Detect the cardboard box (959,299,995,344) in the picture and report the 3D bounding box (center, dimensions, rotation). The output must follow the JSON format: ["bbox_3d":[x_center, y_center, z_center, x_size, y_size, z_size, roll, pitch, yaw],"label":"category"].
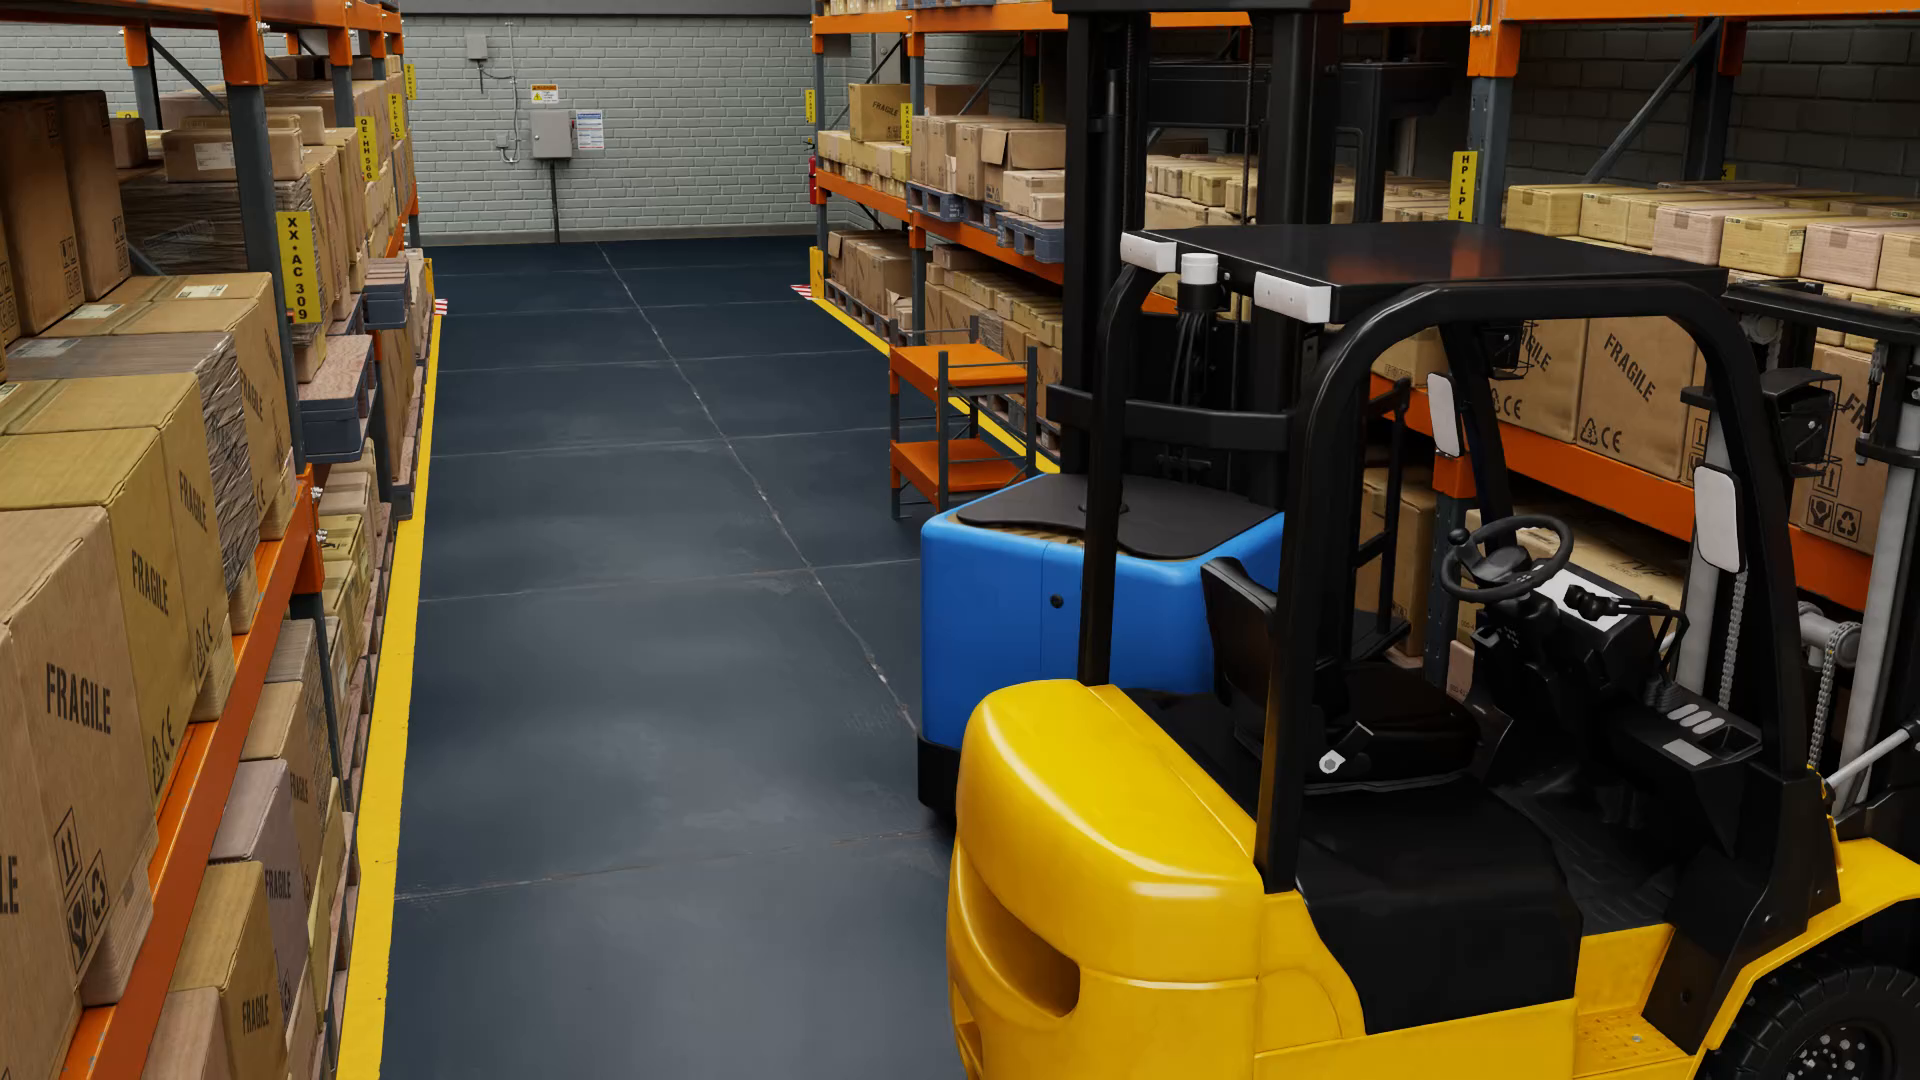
[{"bbox_3d":[0.304,-1.517,12.405,0.500,0.500,0.500,-5,17,-17],"label":"cardboard box"}]

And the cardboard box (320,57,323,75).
[{"bbox_3d":[-5.436,-3.879,13.613,0.380,0.149,0.250,-5,17,-15],"label":"cardboard box"}]

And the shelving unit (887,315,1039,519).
[{"bbox_3d":[-0.002,-0.541,8.796,0.538,1.125,1.048,-5,17,-15],"label":"shelving unit"}]

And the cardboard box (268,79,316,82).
[{"bbox_3d":[-5.068,-3.192,12.452,0.500,0.500,0.500,-5,17,-16],"label":"cardboard box"}]

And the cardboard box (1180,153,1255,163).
[{"bbox_3d":[1.482,-2.128,9.521,0.380,0.149,0.250,-4,17,-13],"label":"cardboard box"}]

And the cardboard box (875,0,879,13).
[{"bbox_3d":[-0.522,-4.630,14.374,0.380,0.149,0.250,-4,17,-13],"label":"cardboard box"}]

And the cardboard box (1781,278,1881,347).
[{"bbox_3d":[2.456,-0.630,4.535,0.380,0.149,0.250,-5,18,-17],"label":"cardboard box"}]

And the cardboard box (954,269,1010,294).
[{"bbox_3d":[0.173,-2.004,12.896,0.380,0.149,0.250,-6,18,-18],"label":"cardboard box"}]

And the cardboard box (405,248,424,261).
[{"bbox_3d":[-5.495,-2.462,15.659,0.875,0.438,0.875,-5,18,-17],"label":"cardboard box"}]

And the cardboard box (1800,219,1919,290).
[{"bbox_3d":[2.530,-0.776,4.504,0.380,0.149,0.250,-5,17,-15],"label":"cardboard box"}]

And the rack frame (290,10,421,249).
[{"bbox_3d":[-5.772,-3.663,15.932,1.000,3.000,0.127,-5,17,-15],"label":"rack frame"}]

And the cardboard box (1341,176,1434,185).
[{"bbox_3d":[2.033,-1.635,7.881,0.380,0.149,0.250,-5,17,-15],"label":"cardboard box"}]

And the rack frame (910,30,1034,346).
[{"bbox_3d":[0.099,-2.950,13.559,1.000,3.000,0.127,-5,17,-15],"label":"rack frame"}]

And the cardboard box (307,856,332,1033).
[{"bbox_3d":[-1.898,1.061,4.256,0.500,0.250,0.500,-5,17,-17],"label":"cardboard box"}]

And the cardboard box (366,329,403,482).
[{"bbox_3d":[-3.684,-0.831,9.469,0.875,0.875,0.875,-5,17,-16],"label":"cardboard box"}]

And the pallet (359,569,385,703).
[{"bbox_3d":[-3.029,0.439,7.125,1.003,0.211,1.213,-5,17,-15],"label":"pallet"}]

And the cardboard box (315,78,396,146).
[{"bbox_3d":[-4.571,-3.234,12.593,0.500,0.500,0.500,-5,17,-15],"label":"cardboard box"}]

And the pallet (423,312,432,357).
[{"bbox_3d":[-5.146,-1.776,14.496,1.003,0.211,1.213,-5,17,-15],"label":"pallet"}]

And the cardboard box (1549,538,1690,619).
[{"bbox_3d":[2.259,0.201,5.382,0.500,0.250,0.500,-5,17,-15],"label":"cardboard box"}]

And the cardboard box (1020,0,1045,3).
[{"bbox_3d":[0.684,-3.470,10.337,0.500,0.250,0.500,-5,17,-15],"label":"cardboard box"}]

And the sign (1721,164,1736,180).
[{"bbox_3d":[2.830,-1.234,6.203,0.100,0.325,0.005,-5,17,-15],"label":"sign"}]

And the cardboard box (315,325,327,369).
[{"bbox_3d":[-2.383,-0.672,5.682,0.380,0.149,0.250,-4,17,-14],"label":"cardboard box"}]

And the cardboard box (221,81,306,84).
[{"bbox_3d":[-4.828,-2.939,11.610,0.500,0.500,0.500,-4,17,-15],"label":"cardboard box"}]

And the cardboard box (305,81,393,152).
[{"bbox_3d":[-4.309,-2.980,11.745,0.500,0.500,0.500,-4,17,-13],"label":"cardboard box"}]

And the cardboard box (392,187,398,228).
[{"bbox_3d":[-4.307,-2.381,11.924,0.500,0.250,0.500,-5,17,-17],"label":"cardboard box"}]

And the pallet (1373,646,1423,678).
[{"bbox_3d":[2.057,0.398,7.261,1.003,0.211,1.213,-5,17,-15],"label":"pallet"}]

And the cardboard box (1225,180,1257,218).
[{"bbox_3d":[1.463,-1.591,7.733,0.380,0.149,0.250,-5,17,-17],"label":"cardboard box"}]

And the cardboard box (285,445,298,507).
[{"bbox_3d":[-2.093,-0.159,4.702,0.380,0.149,0.250,-5,17,-16],"label":"cardboard box"}]

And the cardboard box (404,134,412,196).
[{"bbox_3d":[-4.957,-3.175,14.134,0.500,0.500,0.500,-4,17,-14],"label":"cardboard box"}]

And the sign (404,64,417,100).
[{"bbox_3d":[-5.247,-4.370,15.862,0.100,0.325,0.005,-5,17,-15],"label":"sign"}]

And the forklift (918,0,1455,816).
[{"bbox_3d":[1.097,-0.714,6.236,1.130,2.935,3.031,11,20,32],"label":"forklift"}]

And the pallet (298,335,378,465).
[{"bbox_3d":[-2.545,-0.475,5.652,1.003,0.211,1.213,-5,17,-15],"label":"pallet"}]

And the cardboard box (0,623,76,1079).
[{"bbox_3d":[-1.239,0.419,1.651,0.500,0.500,0.500,-5,17,-16],"label":"cardboard box"}]

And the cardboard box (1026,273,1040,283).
[{"bbox_3d":[0.725,-1.978,12.810,0.380,0.149,0.250,-6,18,-18],"label":"cardboard box"}]

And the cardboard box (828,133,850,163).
[{"bbox_3d":[-0.996,-3.841,16.268,0.500,0.250,0.500,-5,17,-15],"label":"cardboard box"}]

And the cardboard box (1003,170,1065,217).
[{"bbox_3d":[0.597,-2.239,10.723,0.500,0.250,0.500,-6,18,-18],"label":"cardboard box"}]

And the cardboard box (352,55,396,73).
[{"bbox_3d":[-5.207,-4.211,14.717,0.380,0.149,0.250,-4,17,-14],"label":"cardboard box"}]

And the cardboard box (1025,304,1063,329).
[{"bbox_3d":[0.655,-1.501,11.222,0.380,0.149,0.250,-4,17,-14],"label":"cardboard box"}]

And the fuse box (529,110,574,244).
[{"bbox_3d":[-5.284,-4.729,21.722,0.539,1.711,0.414,-5,17,-15],"label":"fuse box"}]

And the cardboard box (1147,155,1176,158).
[{"bbox_3d":[1.002,-2.091,9.397,0.380,0.149,0.250,-4,17,-14],"label":"cardboard box"}]

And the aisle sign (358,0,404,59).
[{"bbox_3d":[-5.494,-4.952,15.706,0.394,0.787,0.004,-5,17,-15],"label":"aisle sign"}]

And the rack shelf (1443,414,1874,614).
[{"bbox_3d":[2.847,0.161,4.454,1.077,0.370,4.000,-5,17,-15],"label":"rack shelf"}]

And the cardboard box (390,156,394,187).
[{"bbox_3d":[-4.318,-2.621,11.857,0.500,0.250,0.500,-5,17,-15],"label":"cardboard box"}]

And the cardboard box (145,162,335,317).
[{"bbox_3d":[-2.466,-1.026,5.733,0.500,0.500,0.500,-5,17,-15],"label":"cardboard box"}]

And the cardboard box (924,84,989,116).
[{"bbox_3d":[-0.055,-3.813,14.871,0.500,0.500,0.500,-5,17,-17],"label":"cardboard box"}]

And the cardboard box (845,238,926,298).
[{"bbox_3d":[-0.726,-2.644,16.156,0.700,0.500,0.500,-4,17,-13],"label":"cardboard box"}]

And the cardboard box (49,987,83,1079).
[{"bbox_3d":[-1.347,0.624,2.096,0.380,0.149,0.250,-5,18,-17],"label":"cardboard box"}]

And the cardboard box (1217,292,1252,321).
[{"bbox_3d":[1.507,-1.205,8.009,0.500,0.250,0.500,-4,17,-13],"label":"cardboard box"}]

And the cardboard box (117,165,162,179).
[{"bbox_3d":[-2.960,-0.982,5.586,0.500,0.500,0.500,-5,17,-15],"label":"cardboard box"}]

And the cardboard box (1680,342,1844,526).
[{"bbox_3d":[2.467,-0.359,4.759,0.500,0.500,0.500,-5,17,-16],"label":"cardboard box"}]

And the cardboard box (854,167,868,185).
[{"bbox_3d":[-0.776,-3.392,15.467,0.380,0.149,0.250,-4,17,-14],"label":"cardboard box"}]

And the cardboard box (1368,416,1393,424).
[{"bbox_3d":[1.728,-0.367,8.359,0.875,0.625,0.625,-5,18,-18],"label":"cardboard box"}]

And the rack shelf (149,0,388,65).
[{"bbox_3d":[-4.123,-3.095,10.079,1.077,0.370,4.000,-5,17,-15],"label":"rack shelf"}]

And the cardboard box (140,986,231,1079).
[{"bbox_3d":[-1.486,1.124,2.744,0.500,0.500,0.500,-5,18,-17],"label":"cardboard box"}]
